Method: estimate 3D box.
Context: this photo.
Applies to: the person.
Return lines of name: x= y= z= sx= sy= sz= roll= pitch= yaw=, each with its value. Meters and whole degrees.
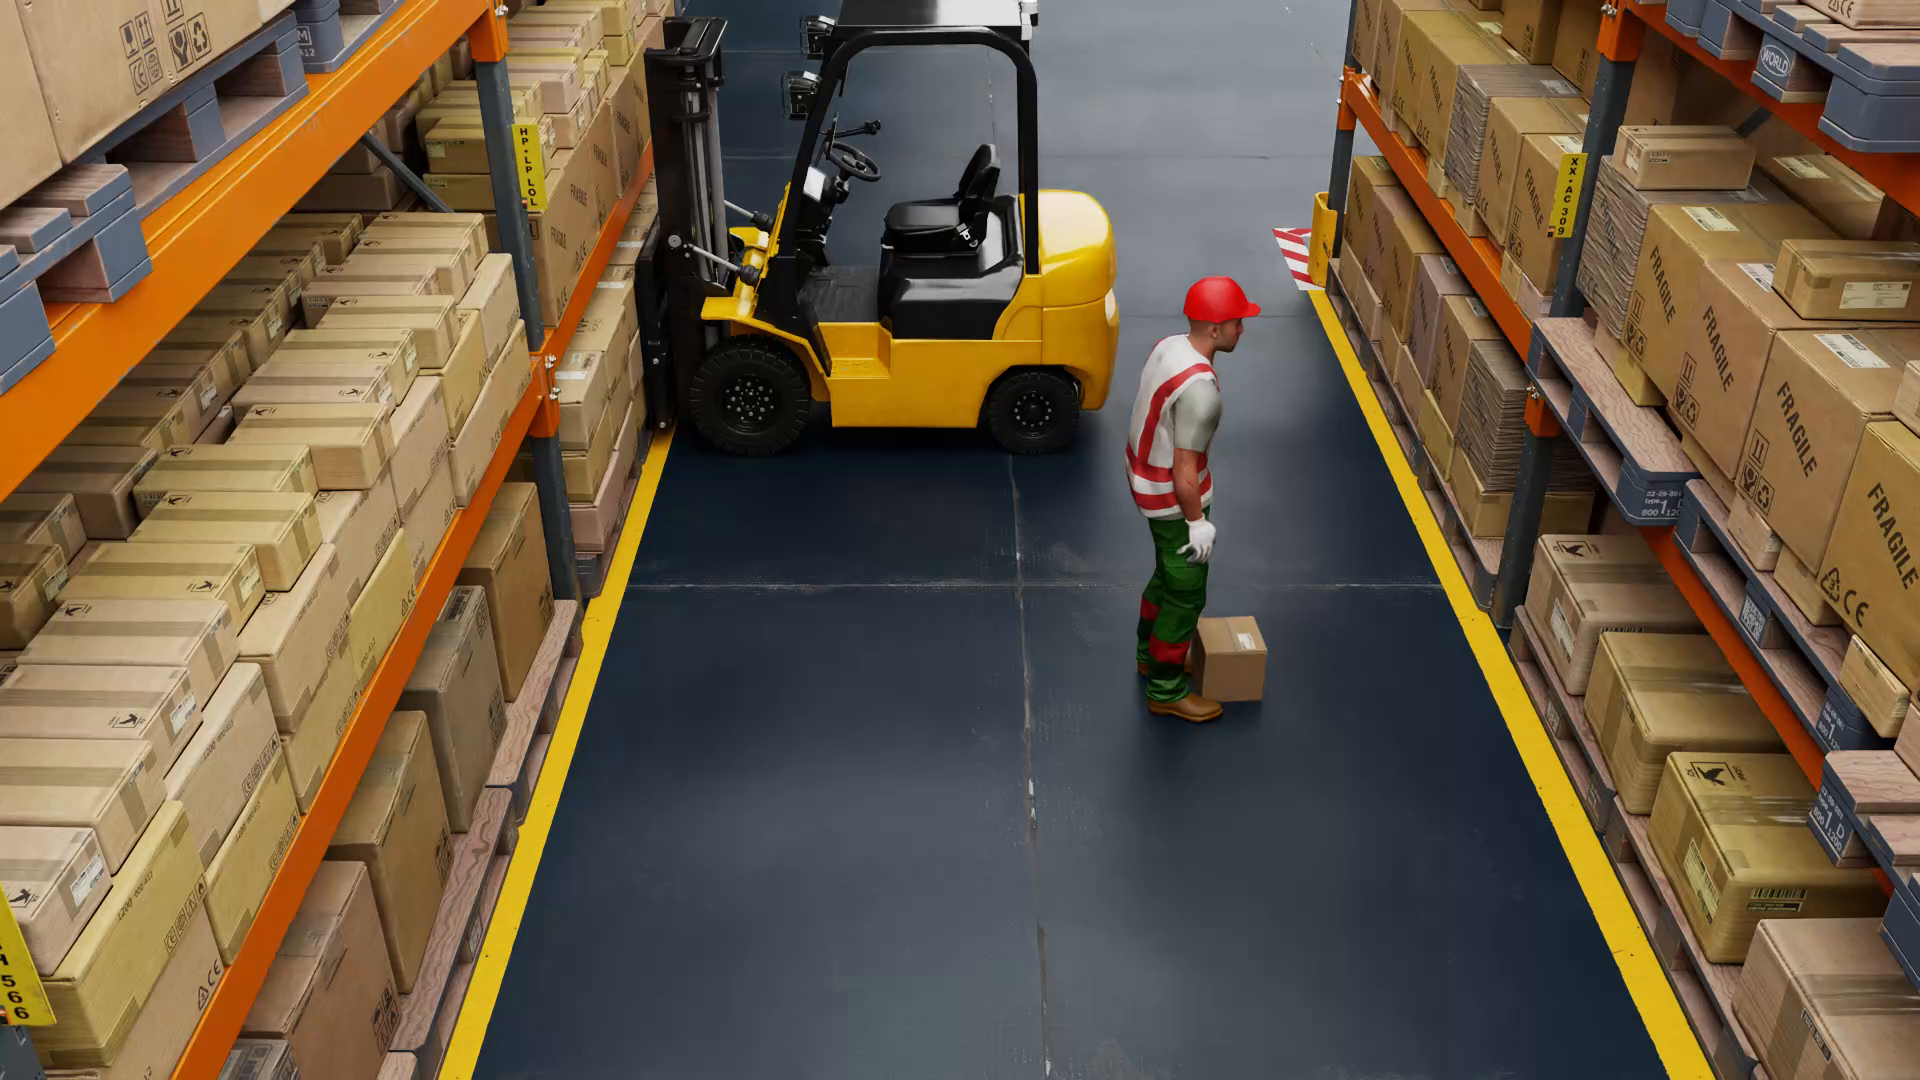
person: x=0.866 y=-0.165 z=6.394 sx=0.453 sy=1.777 sz=0.604 roll=-1 pitch=31 yaw=-2
